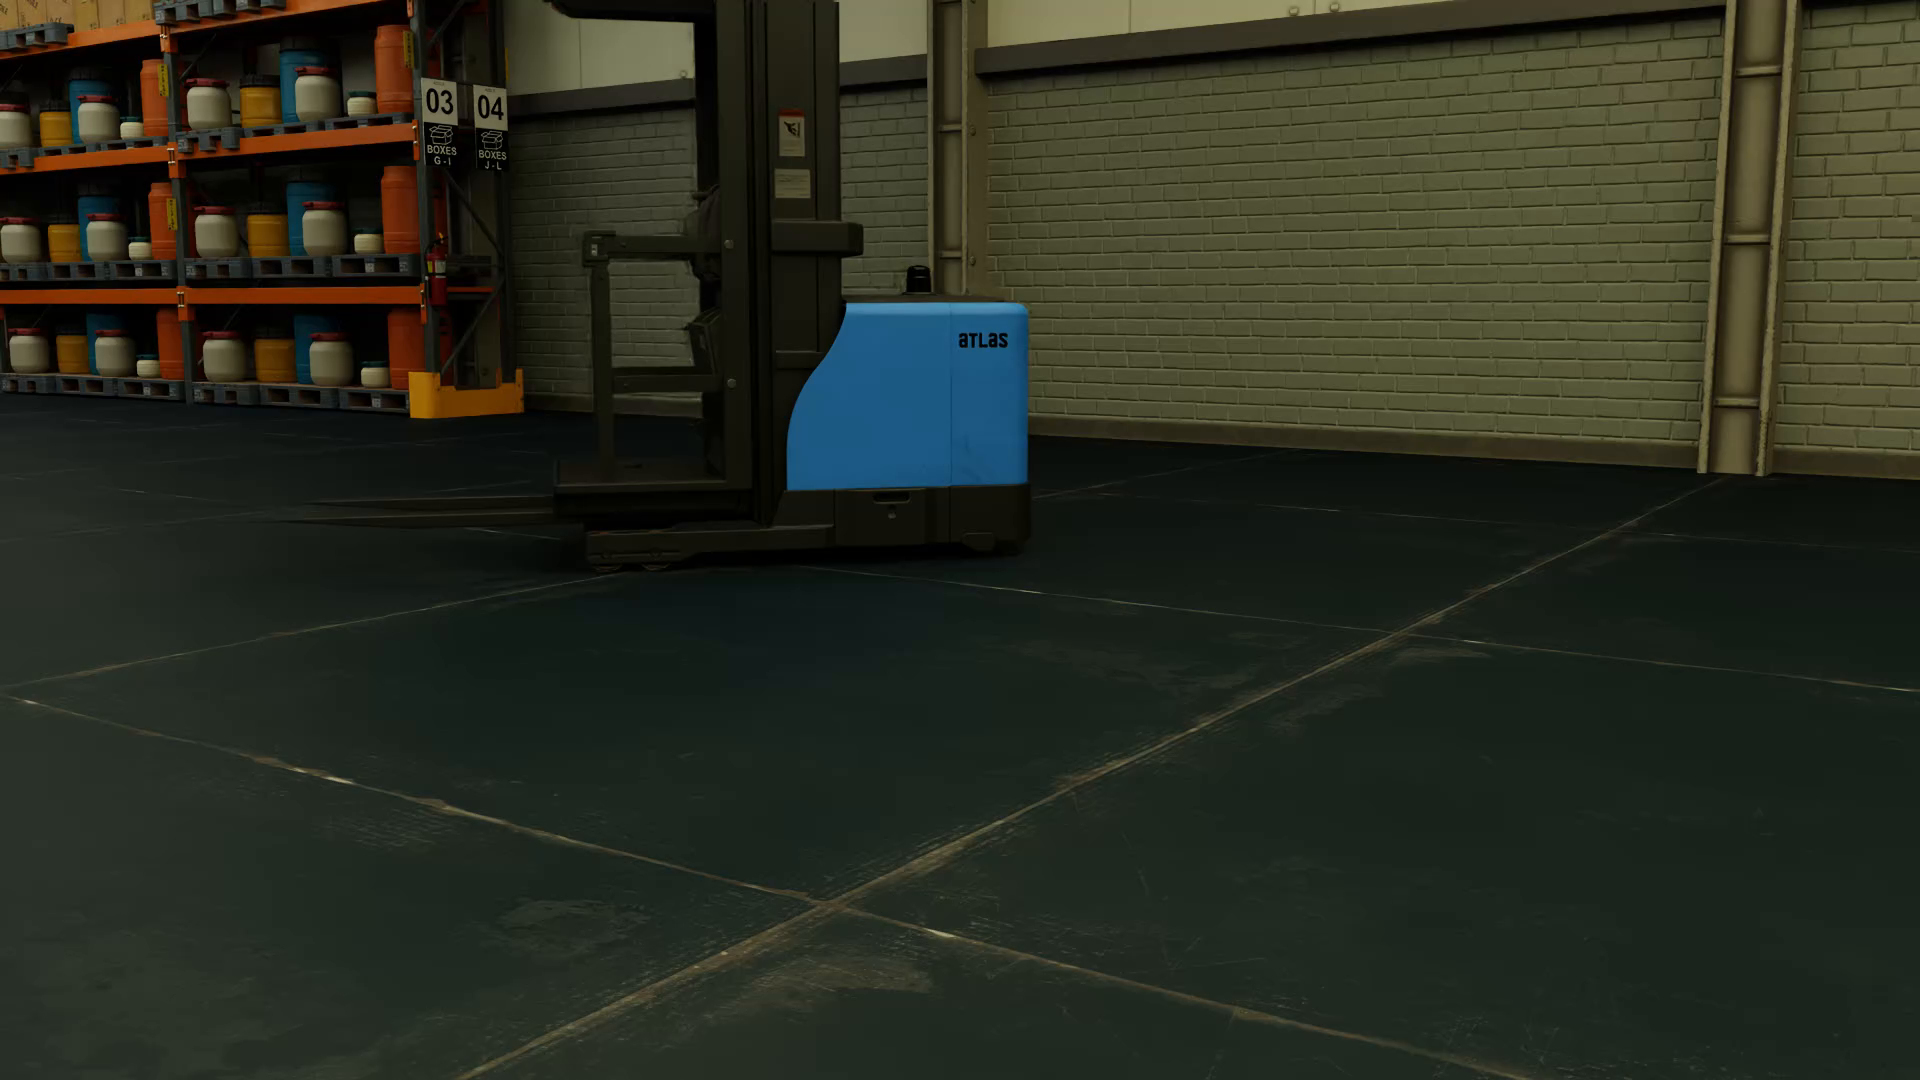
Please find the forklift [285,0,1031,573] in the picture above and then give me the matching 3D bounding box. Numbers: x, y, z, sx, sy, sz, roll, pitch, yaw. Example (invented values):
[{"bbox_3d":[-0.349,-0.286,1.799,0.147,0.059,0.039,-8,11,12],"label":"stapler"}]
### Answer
[{"bbox_3d":[-1.269,-1.402,7.052,3.031,2.935,1.130,-2,8,-13],"label":"forklift"}]
